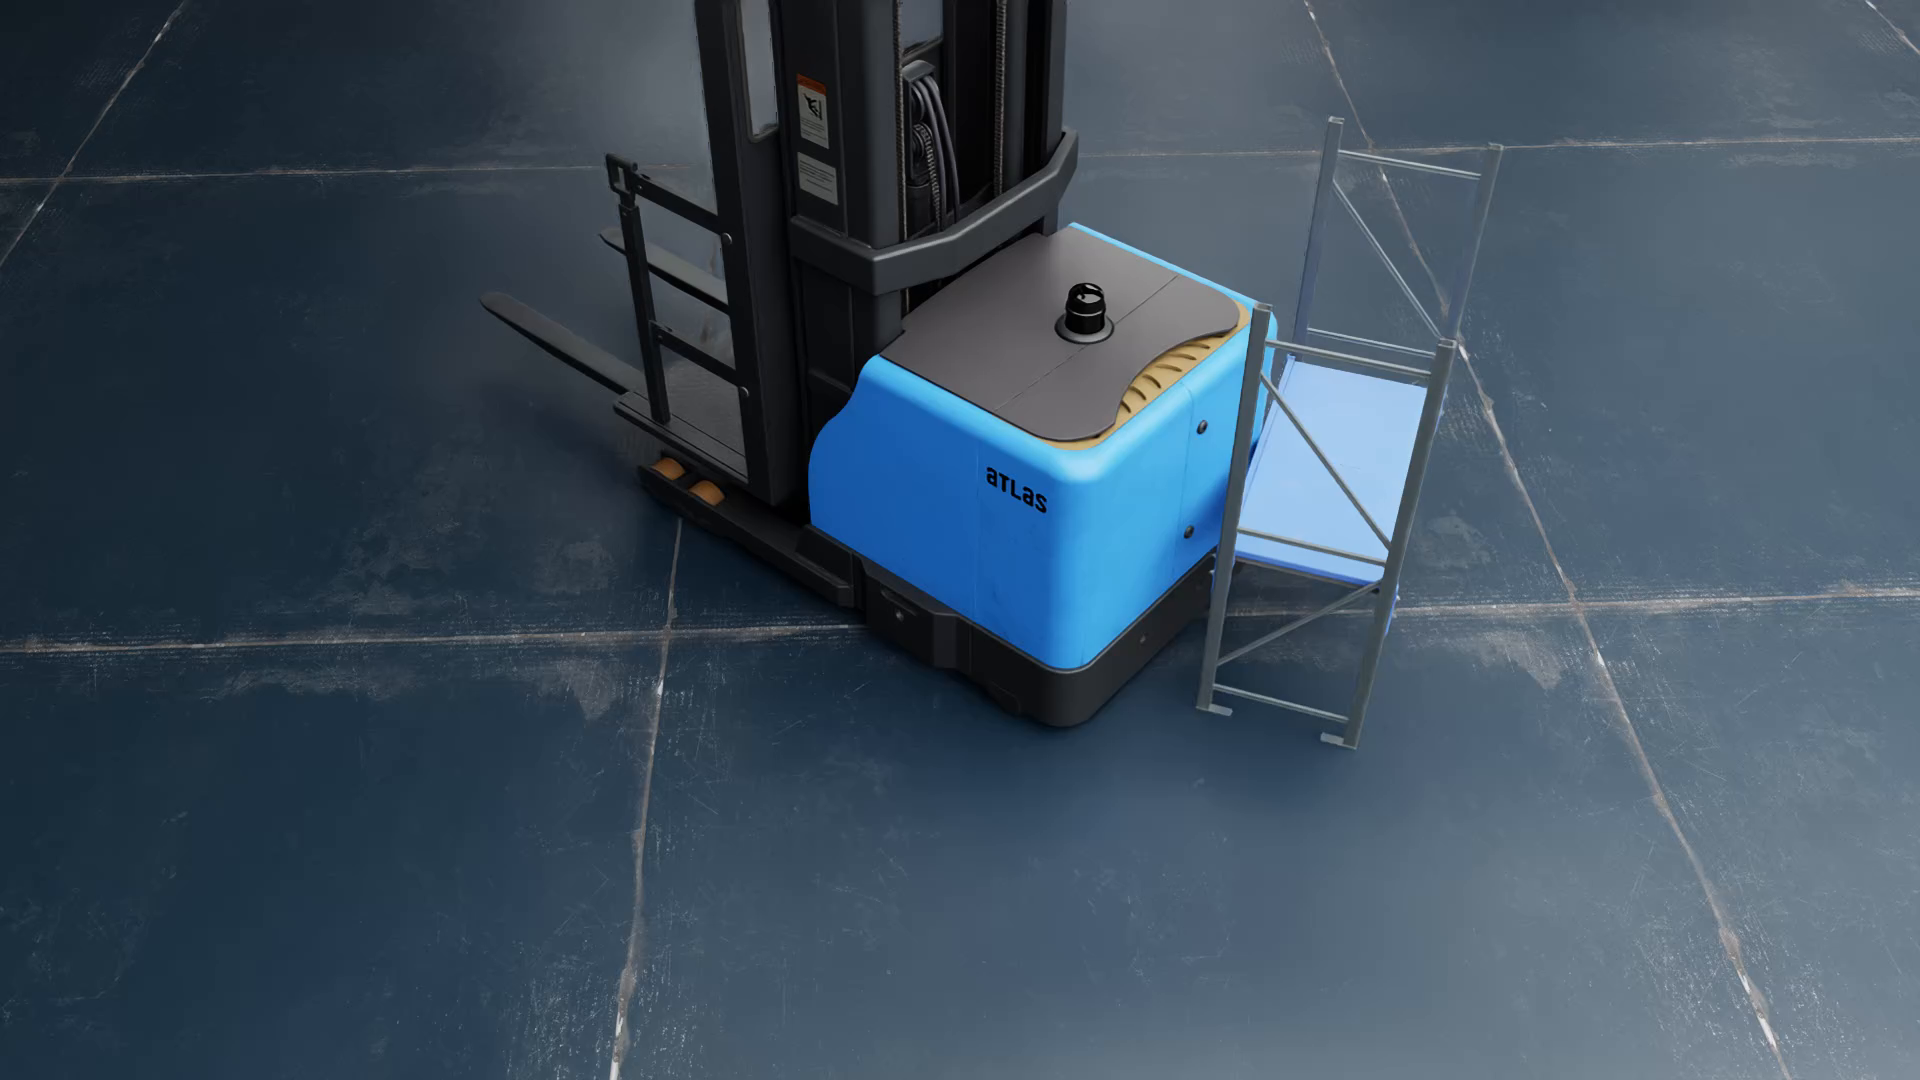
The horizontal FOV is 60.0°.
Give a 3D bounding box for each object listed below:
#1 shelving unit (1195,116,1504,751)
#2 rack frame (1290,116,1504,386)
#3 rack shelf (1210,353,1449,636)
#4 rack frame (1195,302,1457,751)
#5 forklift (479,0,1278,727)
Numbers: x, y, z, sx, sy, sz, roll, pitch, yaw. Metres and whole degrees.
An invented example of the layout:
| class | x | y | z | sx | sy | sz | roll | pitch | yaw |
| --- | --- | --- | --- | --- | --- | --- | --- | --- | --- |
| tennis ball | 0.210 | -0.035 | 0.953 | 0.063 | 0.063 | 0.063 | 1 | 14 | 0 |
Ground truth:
| class | x | y | z | sx | sy | sz | roll | pitch | yaw |
| --- | --- | --- | --- | --- | --- | --- | --- | --- | --- |
| shelving unit | 1.145 | -0.303 | 4.970 | 0.538 | 1.500 | 1.048 | 14 | 44 | 14 |
| rack frame | 1.318 | -0.626 | 5.322 | 0.500 | 1.500 | 0.032 | 14 | 44 | 14 |
| rack shelf | 1.145 | -0.170 | 5.092 | 0.538 | 0.185 | 1.000 | 14 | 44 | 14 |
| rack frame | 0.973 | 0.021 | 4.617 | 0.500 | 1.500 | 0.032 | 14 | 44 | 14 |
| forklift | -0.495 | -1.363 | 5.068 | 3.031 | 2.935 | 1.130 | 30 | 50 | 28 |
